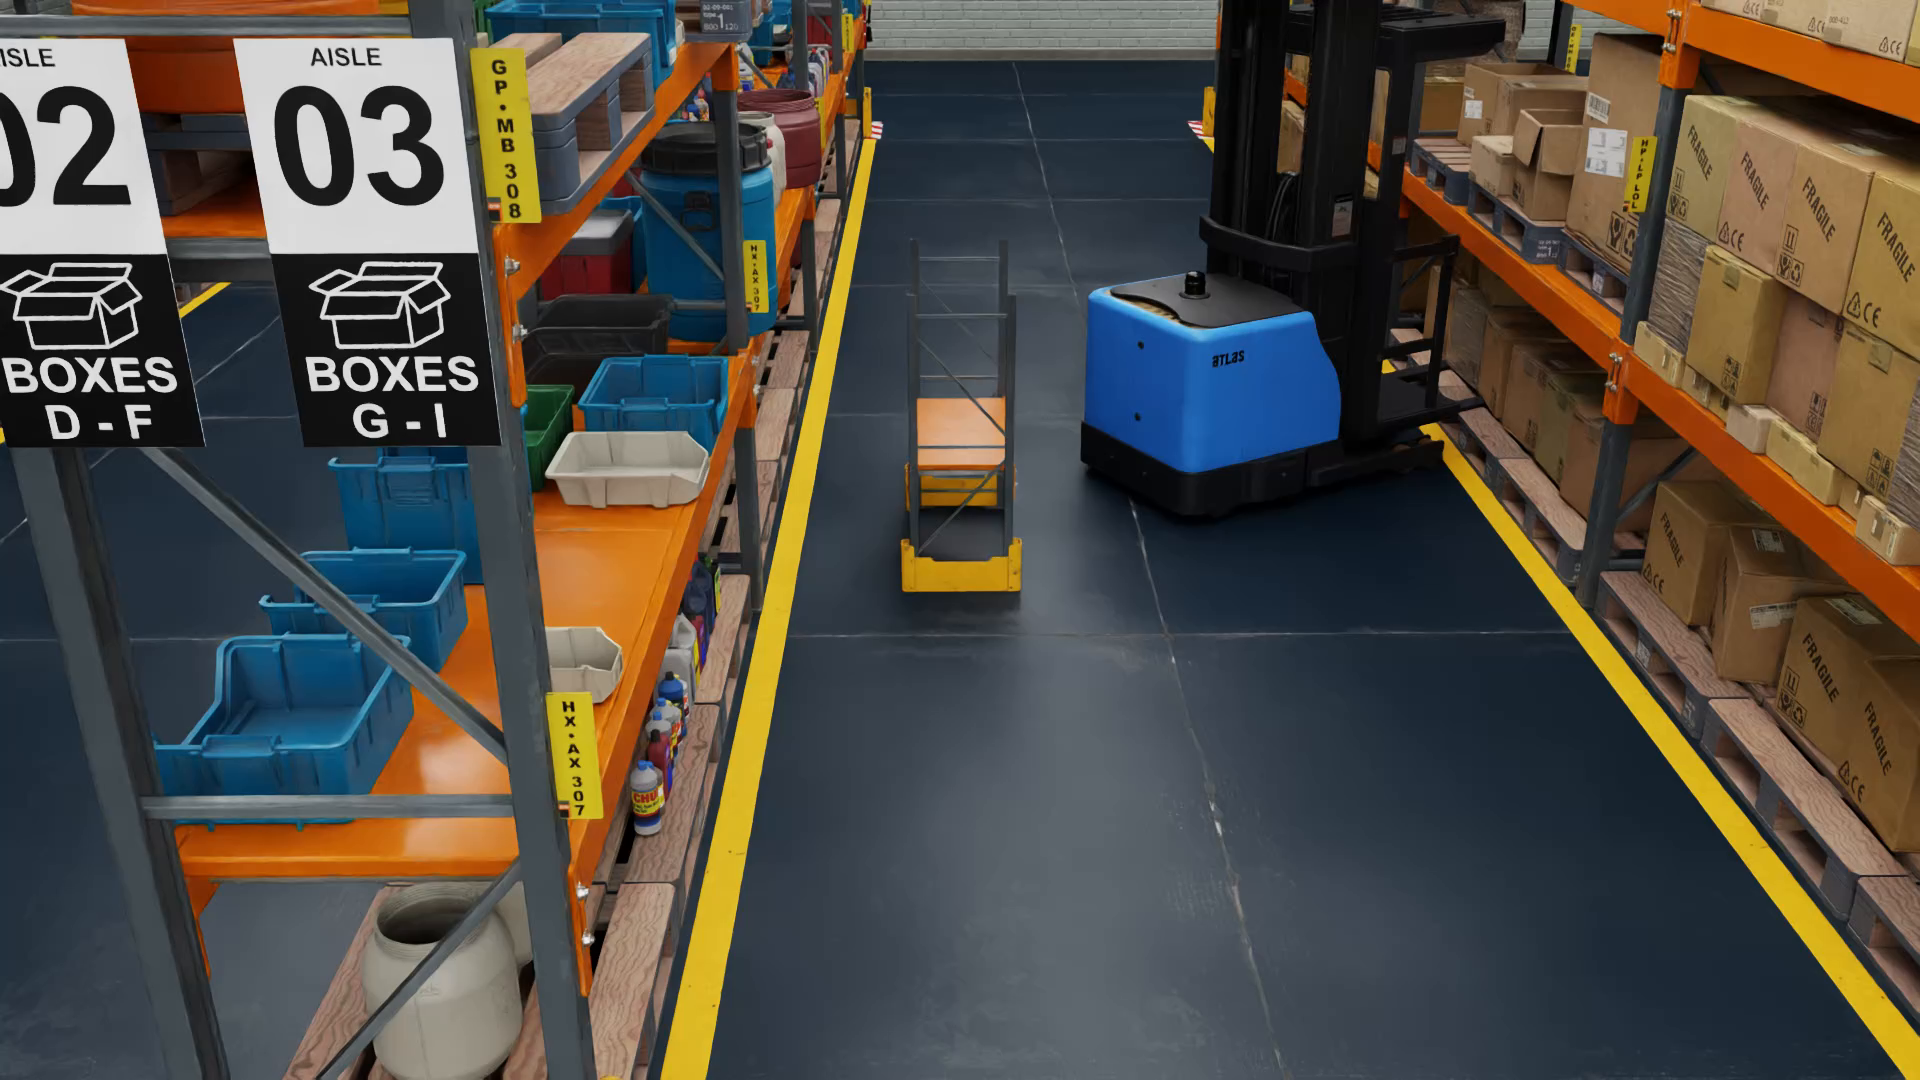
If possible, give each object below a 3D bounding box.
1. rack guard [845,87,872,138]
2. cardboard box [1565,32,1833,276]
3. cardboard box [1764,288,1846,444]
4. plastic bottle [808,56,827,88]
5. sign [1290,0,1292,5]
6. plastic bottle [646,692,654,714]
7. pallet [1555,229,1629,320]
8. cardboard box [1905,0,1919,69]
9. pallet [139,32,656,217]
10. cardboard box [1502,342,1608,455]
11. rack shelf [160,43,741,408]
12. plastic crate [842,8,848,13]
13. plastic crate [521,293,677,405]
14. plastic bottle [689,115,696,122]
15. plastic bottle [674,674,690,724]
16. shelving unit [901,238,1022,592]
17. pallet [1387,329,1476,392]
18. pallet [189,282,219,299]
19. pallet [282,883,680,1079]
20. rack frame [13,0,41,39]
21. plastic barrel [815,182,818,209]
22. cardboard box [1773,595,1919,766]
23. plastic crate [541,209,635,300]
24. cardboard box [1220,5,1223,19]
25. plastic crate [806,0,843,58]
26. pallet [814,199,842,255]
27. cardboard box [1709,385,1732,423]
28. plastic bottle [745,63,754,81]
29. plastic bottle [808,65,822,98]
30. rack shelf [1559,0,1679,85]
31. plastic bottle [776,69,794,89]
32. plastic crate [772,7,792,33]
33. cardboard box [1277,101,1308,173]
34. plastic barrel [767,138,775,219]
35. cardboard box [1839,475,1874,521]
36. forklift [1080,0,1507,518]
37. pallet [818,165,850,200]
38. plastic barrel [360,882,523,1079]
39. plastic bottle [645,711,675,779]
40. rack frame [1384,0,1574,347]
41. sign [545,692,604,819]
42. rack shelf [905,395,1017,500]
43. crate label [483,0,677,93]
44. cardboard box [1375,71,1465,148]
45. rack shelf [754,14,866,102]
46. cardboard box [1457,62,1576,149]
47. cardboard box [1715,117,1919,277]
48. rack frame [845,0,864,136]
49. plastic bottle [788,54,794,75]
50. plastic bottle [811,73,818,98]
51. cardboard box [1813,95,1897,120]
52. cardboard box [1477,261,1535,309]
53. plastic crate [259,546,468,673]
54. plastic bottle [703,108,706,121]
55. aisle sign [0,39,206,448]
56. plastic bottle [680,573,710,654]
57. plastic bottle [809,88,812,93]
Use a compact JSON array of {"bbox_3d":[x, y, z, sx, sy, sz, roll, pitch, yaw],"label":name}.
[{"bbox_3d":[-1.595,-4.854,18.876,1.175,0.500,0.348,0,24,-1],"label":"rack guard"},{"bbox_3d":[3.633,-1.854,7.971,1.000,1.000,1.000,0,24,0],"label":"cardboard box"},{"bbox_3d":[3.521,-0.645,6.053,0.875,0.500,0.500,0,24,-1],"label":"cardboard box"},{"bbox_3d":[-1.207,-3.967,14.032,0.152,0.276,0.135,0,24,-1],"label":"plastic bottle"},{"bbox_3d":[2.859,-4.785,14.543,0.100,0.325,0.005,0,24,-1],"label":"sign"},{"bbox_3d":[-1.259,0.542,6.673,0.061,0.283,0.133,0,24,-1],"label":"plastic bottle"},{"bbox_3d":[3.639,-1.289,8.193,1.003,0.211,1.213,0,24,-1],"label":"pallet"},{"bbox_3d":[3.270,-1.533,5.041,0.500,0.250,0.500,-1,24,-1],"label":"cardboard box"},{"bbox_3d":[-1.319,-1.012,3.938,1.003,0.211,1.213,0,24,-1],"label":"pallet"},{"bbox_3d":[3.523,-0.803,9.384,0.700,0.500,0.500,-2,24,-5],"label":"cardboard box"},{"bbox_3d":[-1.429,-1.253,5.114,1.077,0.370,4.000,0,24,-1],"label":"rack shelf"},{"bbox_3d":[-1.392,-5.555,17.640,0.396,0.136,0.243,0,24,-1],"label":"plastic crate"},{"bbox_3d":[-1.573,-0.794,6.941,0.767,0.338,0.504,0,24,-1],"label":"plastic crate"},{"bbox_3d":[-1.911,-2.904,11.772,0.097,0.201,0.097,0,24,0],"label":"plastic bottle"},{"bbox_3d":[-1.124,0.628,6.584,0.097,0.201,0.097,0,24,0],"label":"plastic bottle"},{"bbox_3d":[0.001,-0.652,8.371,0.587,1.500,1.083,0,24,-1],"label":"shelving unit"},{"bbox_3d":[3.465,-1.117,10.963,1.003,0.211,1.213,0,24,-1],"label":"pallet"},{"bbox_3d":[-6.429,-2.205,13.369,1.003,0.211,1.213,0,24,-1],"label":"pallet"},{"bbox_3d":[-1.459,1.514,5.146,1.003,0.211,1.213,0,24,-1],"label":"pallet"},{"bbox_3d":[-6.448,-2.666,11.005,1.000,3.000,0.127,0,24,-1],"label":"rack frame"},{"bbox_3d":[-1.550,-3.346,14.545,0.600,0.901,0.708,0,24,-1],"label":"plastic barrel"},{"bbox_3d":[3.565,0.543,6.433,0.500,0.500,0.500,-2,24,-5],"label":"cardboard box"},{"bbox_3d":[-1.762,-1.266,7.831,0.402,0.464,0.583,0,24,-1],"label":"plastic crate"},{"bbox_3d":[3.045,-5.743,18.114,0.380,0.149,0.250,0,24,0],"label":"cardboard box"},{"bbox_3d":[-1.297,-4.761,15.486,0.402,0.464,0.583,0,24,-1],"label":"plastic crate"},{"bbox_3d":[-1.572,-2.746,14.566,1.003,0.211,1.213,0,24,-1],"label":"pallet"},{"bbox_3d":[3.235,-0.548,6.626,0.380,0.149,0.250,0,24,-1],"label":"cardboard box"},{"bbox_3d":[-1.786,-3.910,13.996,0.097,0.201,0.097,0,24,0],"label":"plastic bottle"},{"bbox_3d":[-1.200,-3.704,13.450,0.152,0.276,0.135,0,24,-1],"label":"plastic bottle"},{"bbox_3d":[3.480,-2.924,8.808,1.077,0.370,4.000,0,24,-1],"label":"rack shelf"},{"bbox_3d":[-1.340,-3.425,12.743,0.144,0.351,0.185,0,24,-1],"label":"plastic bottle"},{"bbox_3d":[-1.894,-5.289,16.934,0.416,0.233,0.300,0,24,-1],"label":"plastic crate"},{"bbox_3d":[3.441,-3.317,14.513,1.225,0.875,0.875,0,24,0],"label":"cardboard box"},{"bbox_3d":[-1.255,-1.976,9.315,0.433,0.535,0.433,0,24,0],"label":"plastic barrel"},{"bbox_3d":[3.281,-0.136,5.715,0.380,0.149,0.250,0,24,-1],"label":"cardboard box"},{"bbox_3d":[2.222,-1.890,9.373,3.031,2.935,1.130,-14,28,-28],"label":"forklift"},{"bbox_3d":[-1.585,-3.367,15.939,1.003,0.211,1.213,0,24,-1],"label":"pallet"},{"bbox_3d":[-1.491,1.281,4.787,0.421,0.512,0.421,0,24,0],"label":"plastic barrel"},{"bbox_3d":[-1.119,0.763,6.201,0.097,0.271,0.097,0,24,0],"label":"plastic bottle"},{"bbox_3d":[3.458,-2.709,11.100,1.000,3.000,0.127,0,24,-1],"label":"rack frame"},{"bbox_3d":[-0.857,0.483,3.707,0.100,0.325,0.005,0,24,-1],"label":"sign"},{"bbox_3d":[0.001,-0.484,8.437,0.538,0.185,1.000,0,24,-1],"label":"rack shelf"},{"bbox_3d":[-1.098,-1.462,4.883,0.502,0.251,0.408,0,24,-1],"label":"crate label"},{"bbox_3d":[3.205,-2.957,11.527,0.500,0.500,0.500,0,24,1],"label":"cardboard box"},{"bbox_3d":[-1.560,-4.832,16.666,1.077,0.370,4.000,0,24,-1],"label":"rack shelf"},{"bbox_3d":[3.504,-2.724,10.501,0.500,0.500,0.500,-3,25,-7],"label":"cardboard box"},{"bbox_3d":[3.259,-1.305,6.300,0.500,0.500,0.500,0,24,-1],"label":"cardboard box"},{"bbox_3d":[-1.582,-5.983,18.340,1.000,3.000,0.127,0,24,-1],"label":"rack frame"},{"bbox_3d":[-1.343,-3.859,13.701,0.144,0.351,0.185,0,24,-1],"label":"plastic bottle"},{"bbox_3d":[-1.149,-3.517,13.027,0.061,0.283,0.133,0,24,-1],"label":"plastic bottle"},{"bbox_3d":[3.782,-1.513,6.761,0.500,0.500,0.500,0,24,-1],"label":"cardboard box"},{"bbox_3d":[3.511,-1.618,10.277,0.500,0.250,0.500,2,24,5],"label":"cardboard box"},{"bbox_3d":[-1.714,0.205,4.838,0.499,0.251,0.408,0,24,-1],"label":"plastic crate"},{"bbox_3d":[-1.917,-3.104,12.215,0.097,0.201,0.097,0,24,0],"label":"plastic bottle"},{"bbox_3d":[-1.704,-0.544,3.158,0.394,0.787,0.004,0,24,-1],"label":"aisle sign"},{"bbox_3d":[-1.154,0.311,7.103,0.144,0.351,0.185,-1,24,-3],"label":"plastic bottle"},{"bbox_3d":[-1.143,-3.290,12.526,0.061,0.283,0.133,0,24,-1],"label":"plastic bottle"}]
